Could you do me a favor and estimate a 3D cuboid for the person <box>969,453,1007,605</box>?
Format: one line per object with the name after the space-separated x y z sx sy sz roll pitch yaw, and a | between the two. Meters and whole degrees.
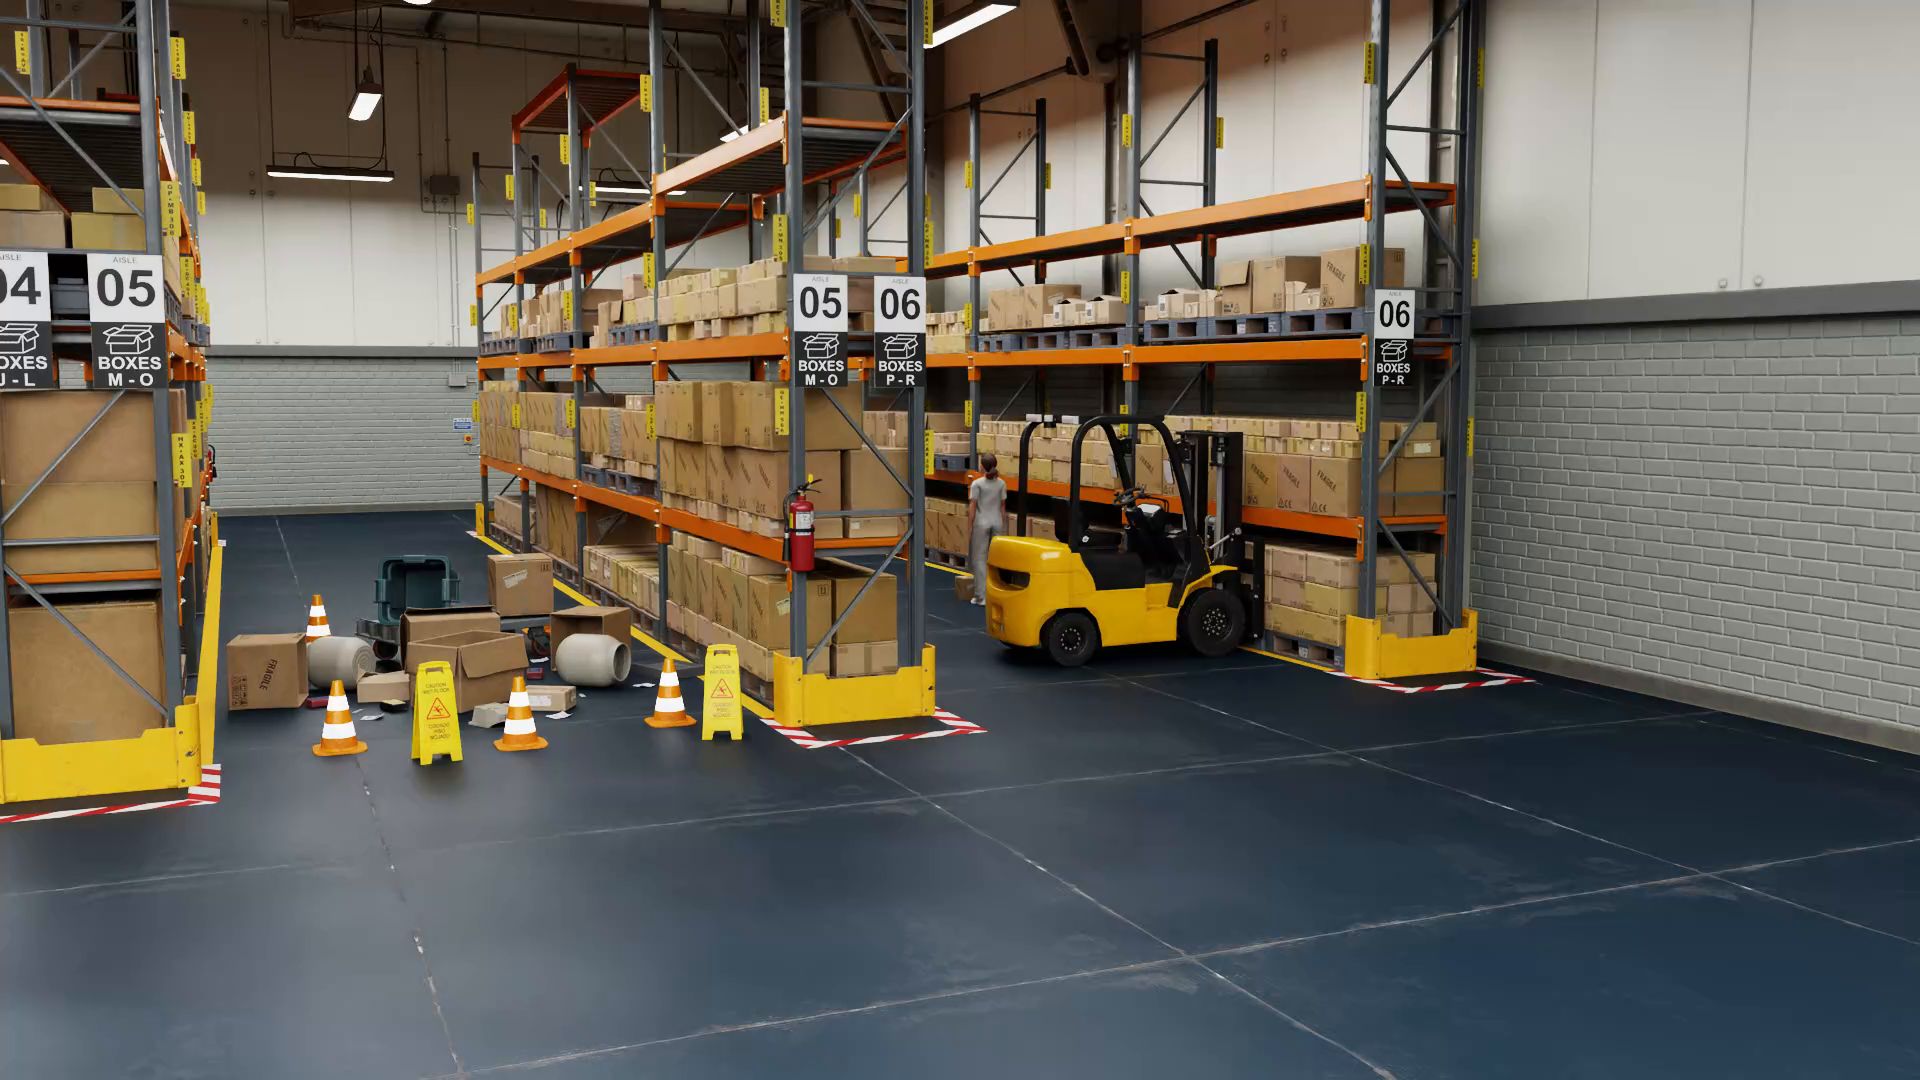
0.301 -0.119 18.262 0.437 1.670 0.365 -2 6 -22 | person
